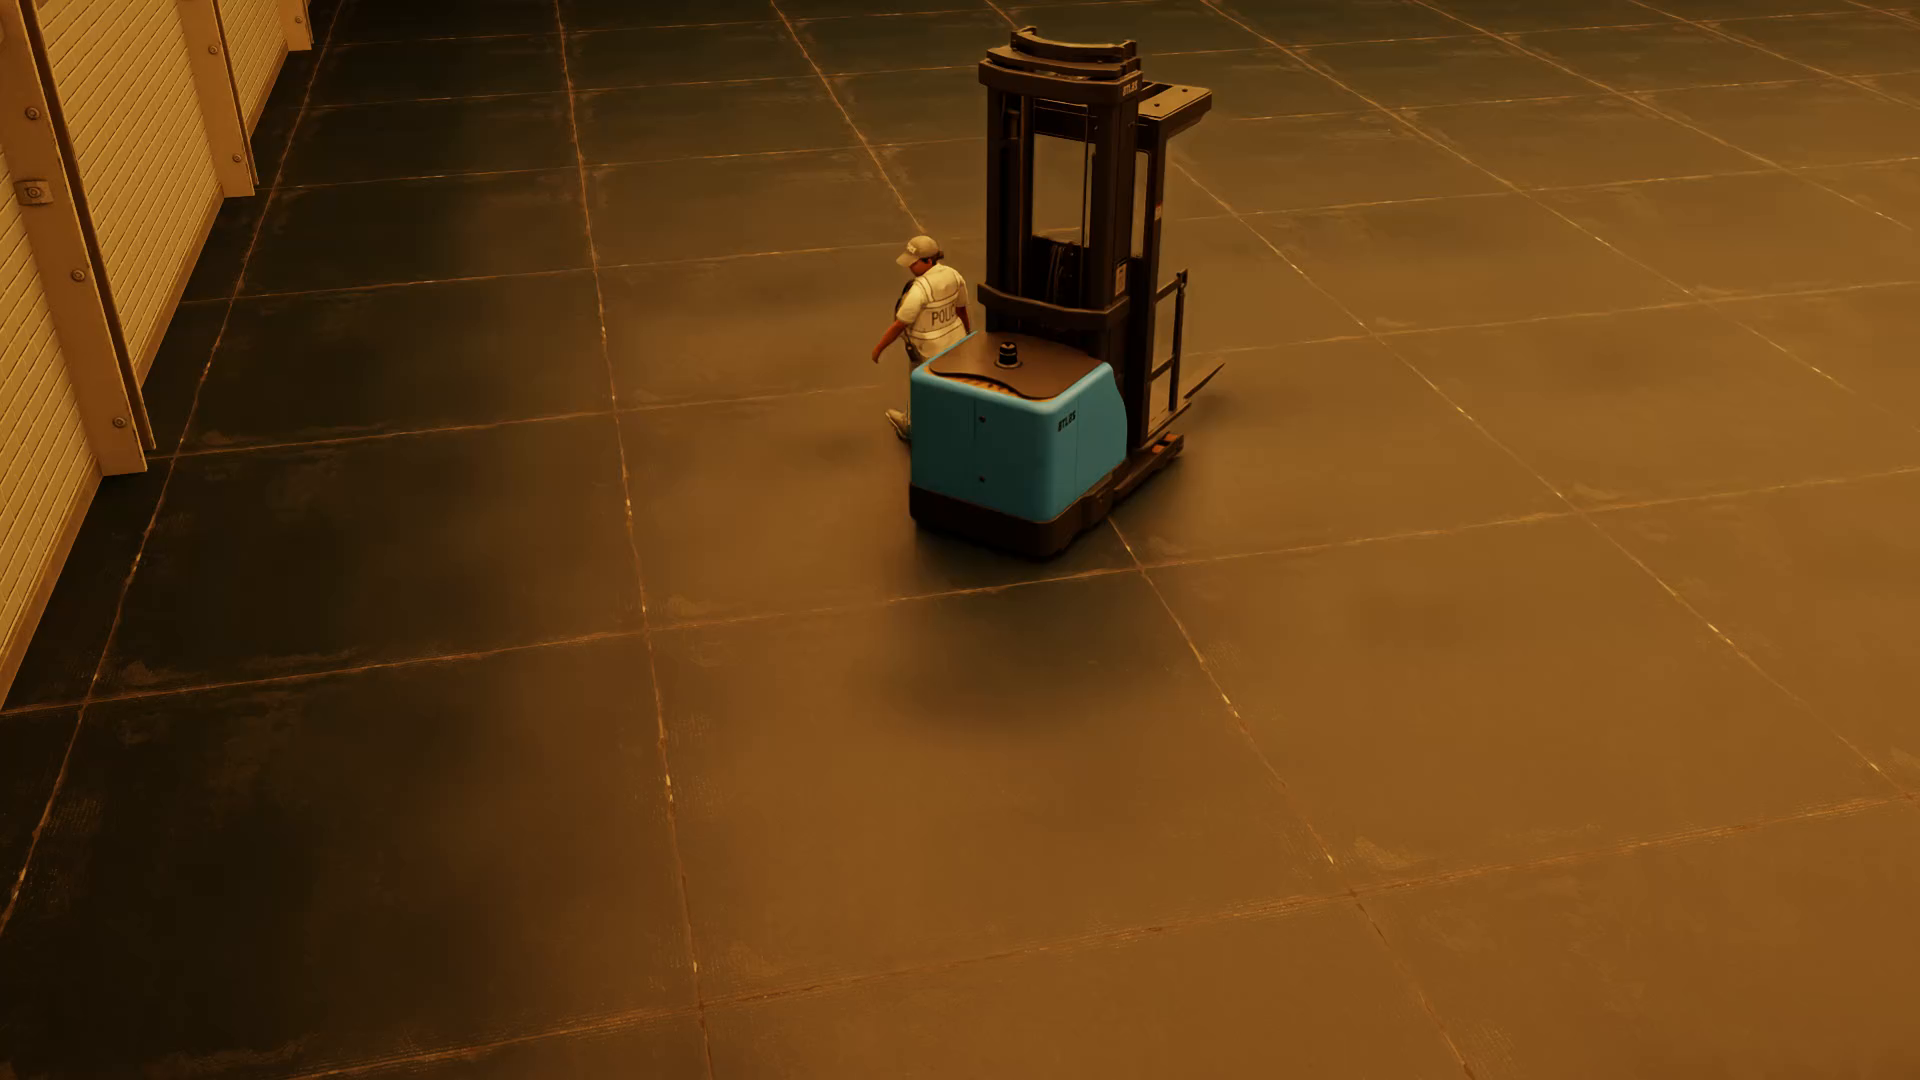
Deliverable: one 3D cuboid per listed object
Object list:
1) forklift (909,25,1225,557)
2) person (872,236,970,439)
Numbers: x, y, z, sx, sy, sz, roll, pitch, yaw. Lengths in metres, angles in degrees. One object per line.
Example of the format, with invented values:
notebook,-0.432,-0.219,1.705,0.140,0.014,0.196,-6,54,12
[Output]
forklift,0.887,-1.864,10.794,1.130,2.935,3.031,17,34,27
person,-0.255,-1.292,11.142,0.877,1.624,0.662,19,35,29
